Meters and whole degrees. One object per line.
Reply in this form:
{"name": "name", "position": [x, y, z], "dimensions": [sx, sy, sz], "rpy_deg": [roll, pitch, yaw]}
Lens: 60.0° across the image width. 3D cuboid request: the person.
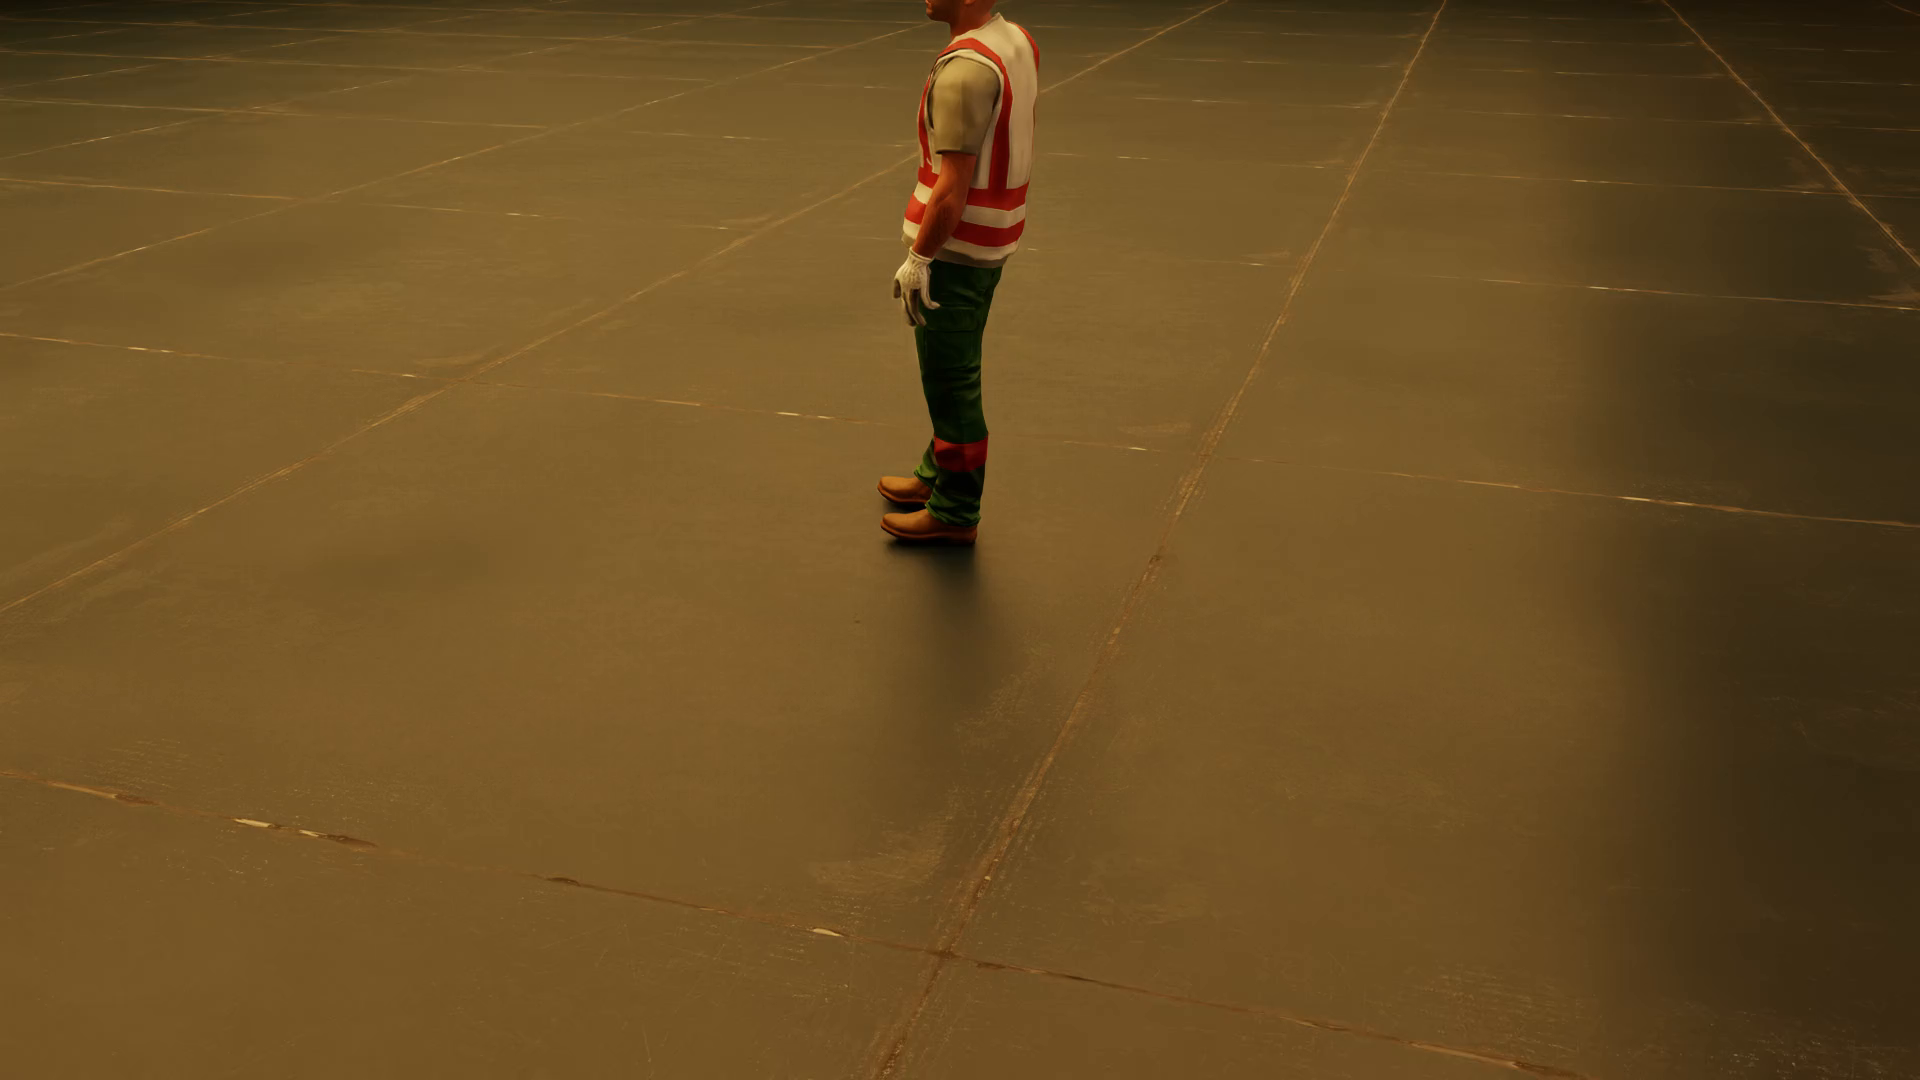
{"name": "person", "position": [-0.074, -0.848, 4.809], "dimensions": [0.562, 1.790, 0.637], "rpy_deg": [7, 23, 16]}
